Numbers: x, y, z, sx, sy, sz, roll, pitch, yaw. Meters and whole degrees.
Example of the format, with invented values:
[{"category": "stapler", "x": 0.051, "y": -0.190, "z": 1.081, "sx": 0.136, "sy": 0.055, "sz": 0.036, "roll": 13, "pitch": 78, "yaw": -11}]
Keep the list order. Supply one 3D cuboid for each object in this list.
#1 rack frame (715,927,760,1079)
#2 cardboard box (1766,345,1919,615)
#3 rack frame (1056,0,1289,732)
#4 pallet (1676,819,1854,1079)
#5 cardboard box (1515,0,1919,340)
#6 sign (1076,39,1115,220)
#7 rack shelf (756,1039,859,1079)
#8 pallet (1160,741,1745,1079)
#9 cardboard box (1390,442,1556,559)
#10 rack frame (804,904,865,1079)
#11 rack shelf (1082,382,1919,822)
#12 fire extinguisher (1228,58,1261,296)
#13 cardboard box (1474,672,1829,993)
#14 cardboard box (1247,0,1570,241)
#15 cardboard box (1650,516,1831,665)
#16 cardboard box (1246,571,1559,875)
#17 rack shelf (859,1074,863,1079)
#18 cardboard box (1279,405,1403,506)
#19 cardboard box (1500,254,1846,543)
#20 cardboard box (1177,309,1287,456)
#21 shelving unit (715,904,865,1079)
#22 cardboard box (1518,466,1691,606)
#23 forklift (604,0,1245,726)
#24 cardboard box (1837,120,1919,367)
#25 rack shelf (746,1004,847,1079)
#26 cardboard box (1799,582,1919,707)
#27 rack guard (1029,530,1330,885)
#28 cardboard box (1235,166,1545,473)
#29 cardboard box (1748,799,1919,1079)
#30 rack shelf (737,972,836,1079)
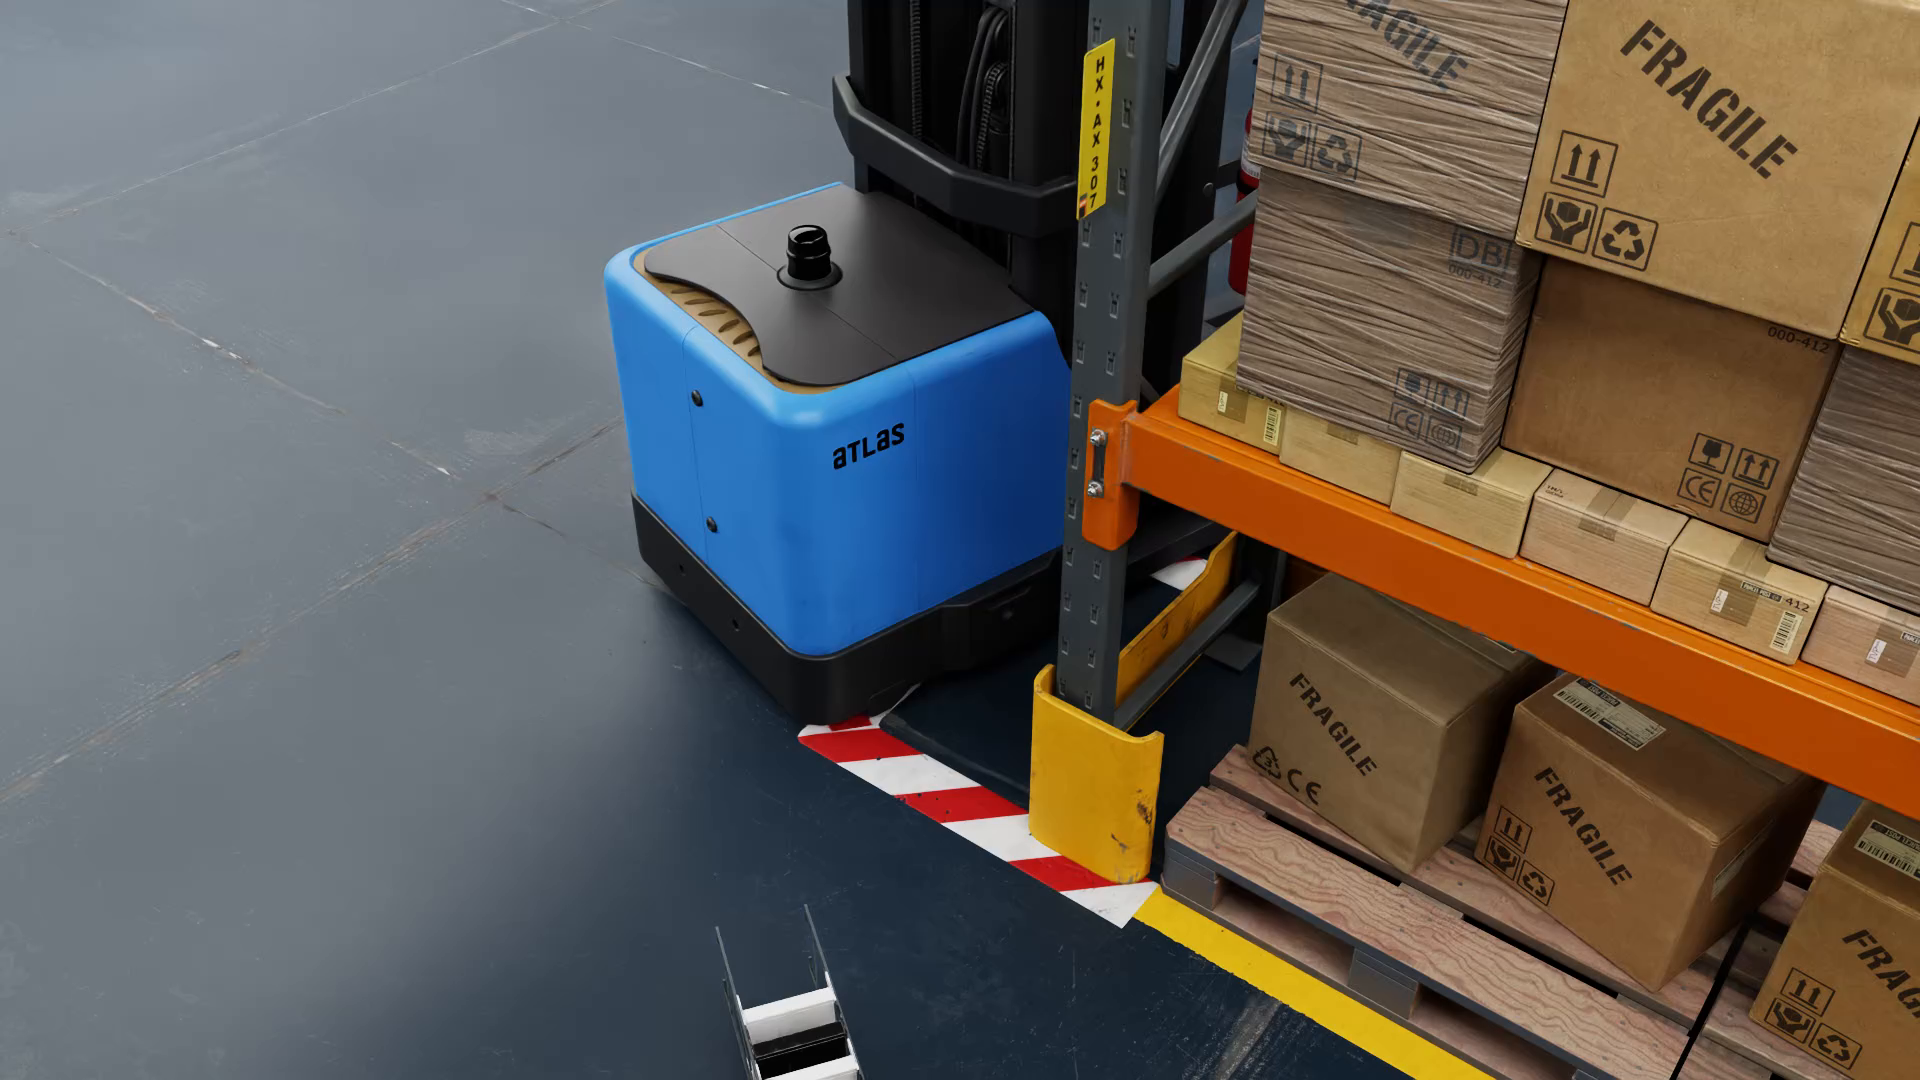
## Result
[{"category": "rack frame", "x": -0.400, "y": 1.221, "z": 3.451, "sx": 0.006, "sy": 0.240, "sz": 0.900, "roll": -12, "pitch": 40, "yaw": -14}, {"category": "cardboard box", "x": 1.843, "y": -0.283, "z": 2.856, "sx": 0.500, "sy": 0.500, "sz": 0.875, "roll": 25, "pitch": 45, "yaw": 29}, {"category": "rack frame", "x": 0.582, "y": -0.683, "z": 3.689, "sx": 0.127, "sy": 3.000, "sz": 1.000, "roll": 25, "pitch": 45, "yaw": 29}, {"category": "pallet", "x": 2.231, "y": 1.222, "z": 3.518, "sx": 1.213, "sy": 0.211, "sz": 1.003, "roll": 25, "pitch": 45, "yaw": 29}, {"category": "cardboard box", "x": 1.247, "y": -0.703, "z": 2.581, "sx": 0.500, "sy": 0.500, "sz": 0.500, "roll": 25, "pitch": 45, "yaw": 29}, {"category": "sign", "x": 0.253, "y": -0.758, "z": 3.083, "sx": 0.005, "sy": 0.325, "sz": 0.100, "roll": 25, "pitch": 45, "yaw": 29}, {"category": "rack shelf", "x": -0.315, "y": 1.182, "z": 3.501, "sx": 0.200, "sy": 0.258, "sz": 0.077, "roll": -12, "pitch": 40, "yaw": -14}, {"category": "pallet", "x": 1.266, "y": 0.765, "z": 4.102, "sx": 1.213, "sy": 0.211, "sz": 1.003, "roll": 25, "pitch": 45, "yaw": 29}, {"category": "cardboard box", "x": 1.040, "y": -0.157, "z": 3.221, "sx": 0.250, "sy": 0.149, "sz": 0.380, "roll": 25, "pitch": 45, "yaw": 29}, {"category": "rack frame", "x": -0.208, "y": 1.182, "z": 3.502, "sx": 0.006, "sy": 0.240, "sz": 0.900, "roll": -12, "pitch": 40, "yaw": -14}, {"category": "rack shelf", "x": 2.171, "y": 0.349, "z": 2.954, "sx": 4.000, "sy": 0.370, "sz": 1.077, "roll": 25, "pitch": 45, "yaw": 29}, {"category": "fire extinguisher", "x": 0.771, "y": -0.921, "z": 4.056, "sx": 0.183, "sy": 0.674, "sz": 0.296, "roll": 25, "pitch": 45, "yaw": 29}, {"category": "cardboard box", "x": 1.564, "y": 0.585, "z": 3.757, "sx": 0.500, "sy": 0.500, "sz": 0.500, "roll": -25, "pitch": 45, "yaw": -29}, {"category": "cardboard box", "x": 0.854, "y": -0.894, "z": 2.825, "sx": 0.500, "sy": 0.500, "sz": 0.500, "roll": 25, "pitch": 45, "yaw": 29}, {"category": "cardboard box", "x": 1.446, "y": 0.024, "z": 2.990, "sx": 0.250, "sy": 0.149, "sz": 0.380, "roll": 25, "pitch": 45, "yaw": 29}, {"category": "cardboard box", "x": 1.068, "y": 0.378, "z": 4.021, "sx": 0.500, "sy": 0.500, "sz": 0.500, "roll": -29, "pitch": 46, "yaw": -32}, {"category": "rack shelf", "x": -0.286, "y": 1.235, "z": 3.434, "sx": 0.200, "sy": 0.258, "sz": 0.077, "roll": -12, "pitch": 40, "yaw": -14}, {"category": "cardboard box", "x": 0.851, "y": -0.258, "z": 3.350, "sx": 0.250, "sy": 0.149, "sz": 0.380, "roll": 25, "pitch": 45, "yaw": 29}, {"category": "cardboard box", "x": 1.473, "y": -0.492, "z": 3.122, "sx": 0.500, "sy": 0.500, "sz": 0.875, "roll": 25, "pitch": 45, "yaw": 29}, {"category": "cardboard box", "x": 0.664, "y": -0.361, "z": 3.481, "sx": 0.250, "sy": 0.149, "sz": 0.380, "roll": 25, "pitch": 45, "yaw": 29}, {"category": "shelving unit", "x": -0.304, "y": 1.202, "z": 3.477, "sx": 0.210, "sy": 0.258, "sz": 0.900, "roll": -12, "pitch": 40, "yaw": -14}, {"category": "cardboard box", "x": 1.251, "y": -0.073, "z": 3.114, "sx": 0.250, "sy": 0.149, "sz": 0.380, "roll": 25, "pitch": 45, "yaw": 29}, {"category": "forklift", "x": 0.504, "y": -1.385, "z": 4.642, "sx": 3.031, "sy": 2.935, "sz": 1.130, "roll": -25, "pitch": 44, "yaw": -28}, {"category": "cardboard box", "x": 1.645, "y": -0.516, "z": 2.343, "sx": 0.500, "sy": 0.500, "sz": 0.500, "roll": 25, "pitch": 45, "yaw": 29}, {"category": "rack shelf", "x": -0.343, "y": 1.129, "z": 3.569, "sx": 0.200, "sy": 0.258, "sz": 0.077, "roll": -12, "pitch": 40, "yaw": -14}, {"category": "cardboard box", "x": 1.661, "y": 0.104, "z": 2.887, "sx": 0.250, "sy": 0.149, "sz": 0.380, "roll": 25, "pitch": 45, "yaw": 29}, {"category": "rack guard", "x": 0.643, "y": 0.330, "z": 4.423, "sx": 0.348, "sy": 0.500, "sz": 1.175, "roll": 25, "pitch": 45, "yaw": 29}, {"category": "cardboard box", "x": 1.003, "y": -0.620, "z": 3.286, "sx": 0.500, "sy": 0.500, "sz": 0.875, "roll": 25, "pitch": 45, "yaw": 29}, {"category": "cardboard box", "x": 2.050, "y": 0.829, "z": 3.445, "sx": 0.500, "sy": 0.500, "sz": 0.500, "roll": 30, "pitch": 47, "yaw": 32}, {"category": "rack shelf", "x": -0.372, "y": 1.077, "z": 3.636, "sx": 0.200, "sy": 0.258, "sz": 0.077, "roll": -12, "pitch": 40, "yaw": -14}]
